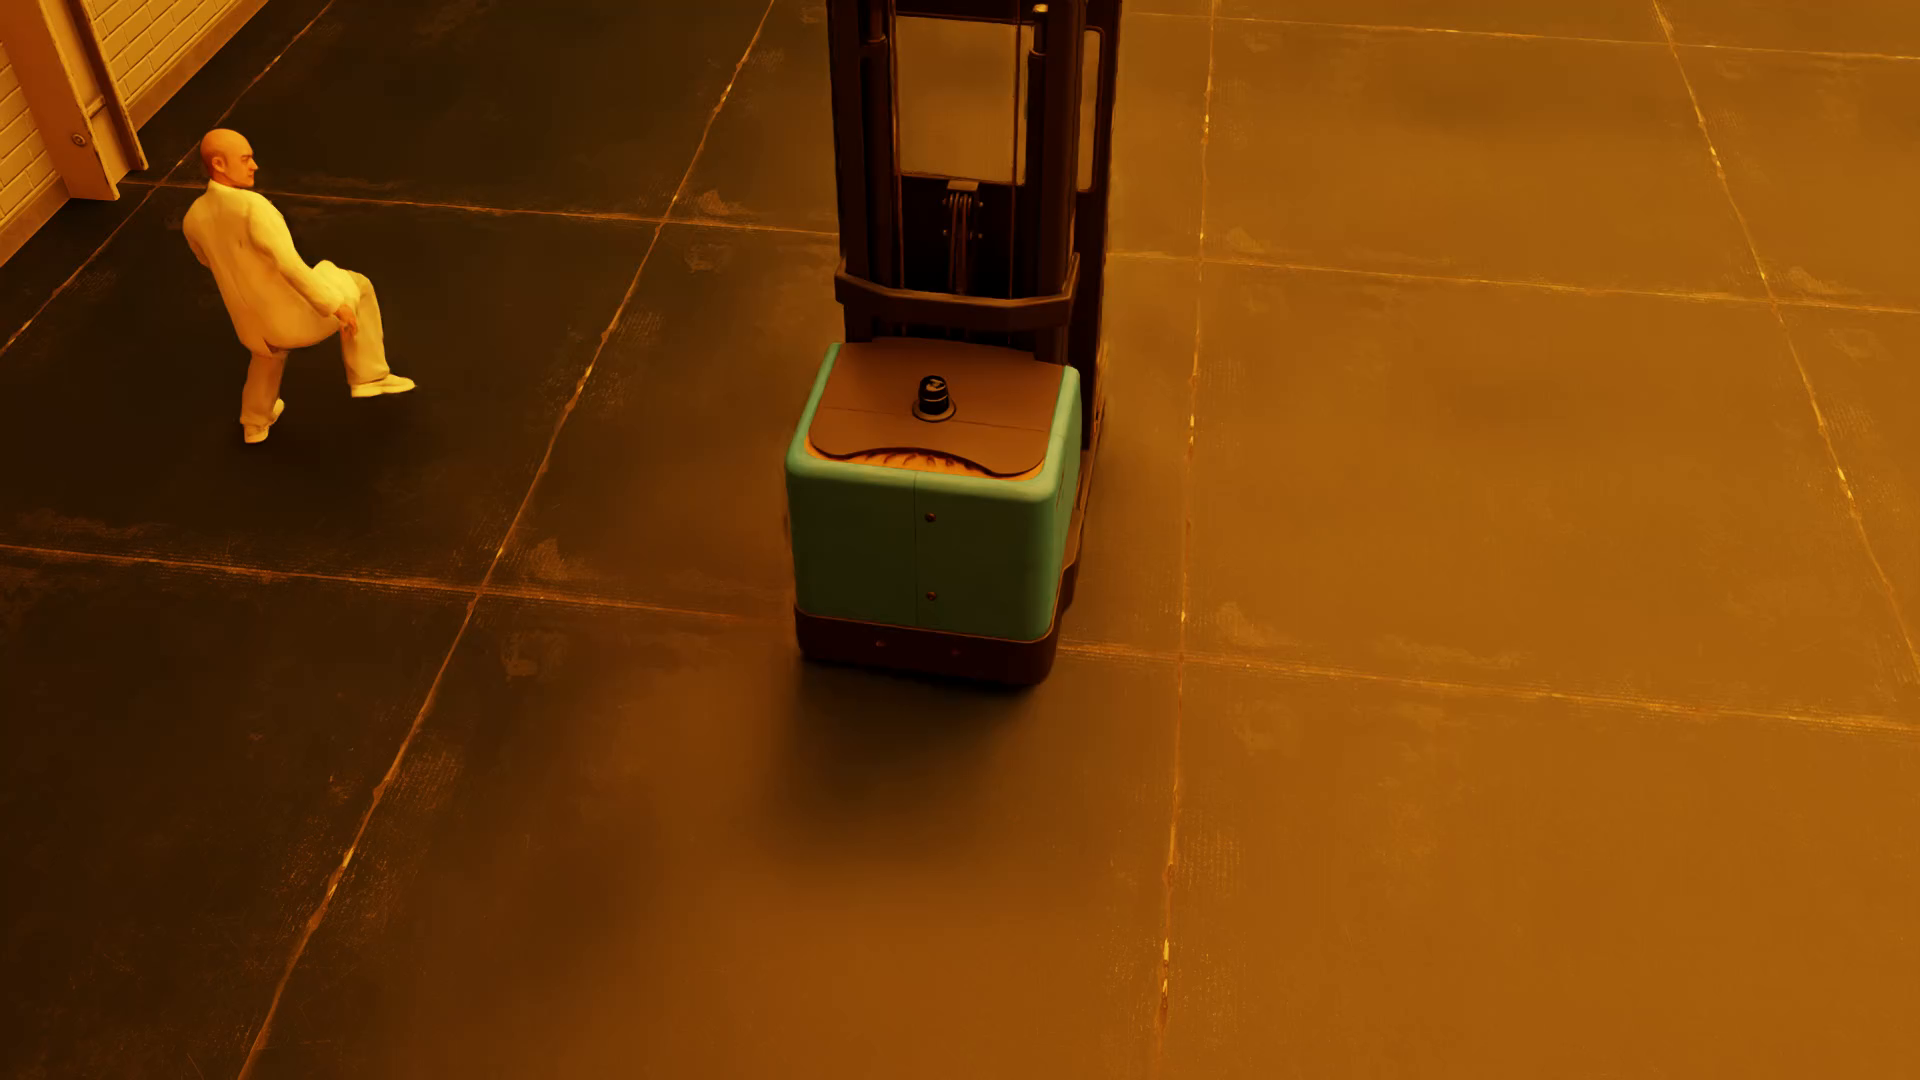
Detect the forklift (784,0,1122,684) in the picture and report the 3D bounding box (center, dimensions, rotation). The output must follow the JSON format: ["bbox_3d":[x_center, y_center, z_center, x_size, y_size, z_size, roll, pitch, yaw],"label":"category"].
[{"bbox_3d":[0.091,-1.506,6.864,1.130,2.935,3.031,7,43,7],"label":"forklift"}]

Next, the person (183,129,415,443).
[{"bbox_3d":[-3.029,-1.134,7.530,0.841,1.539,0.688,8,43,9],"label":"person"}]
